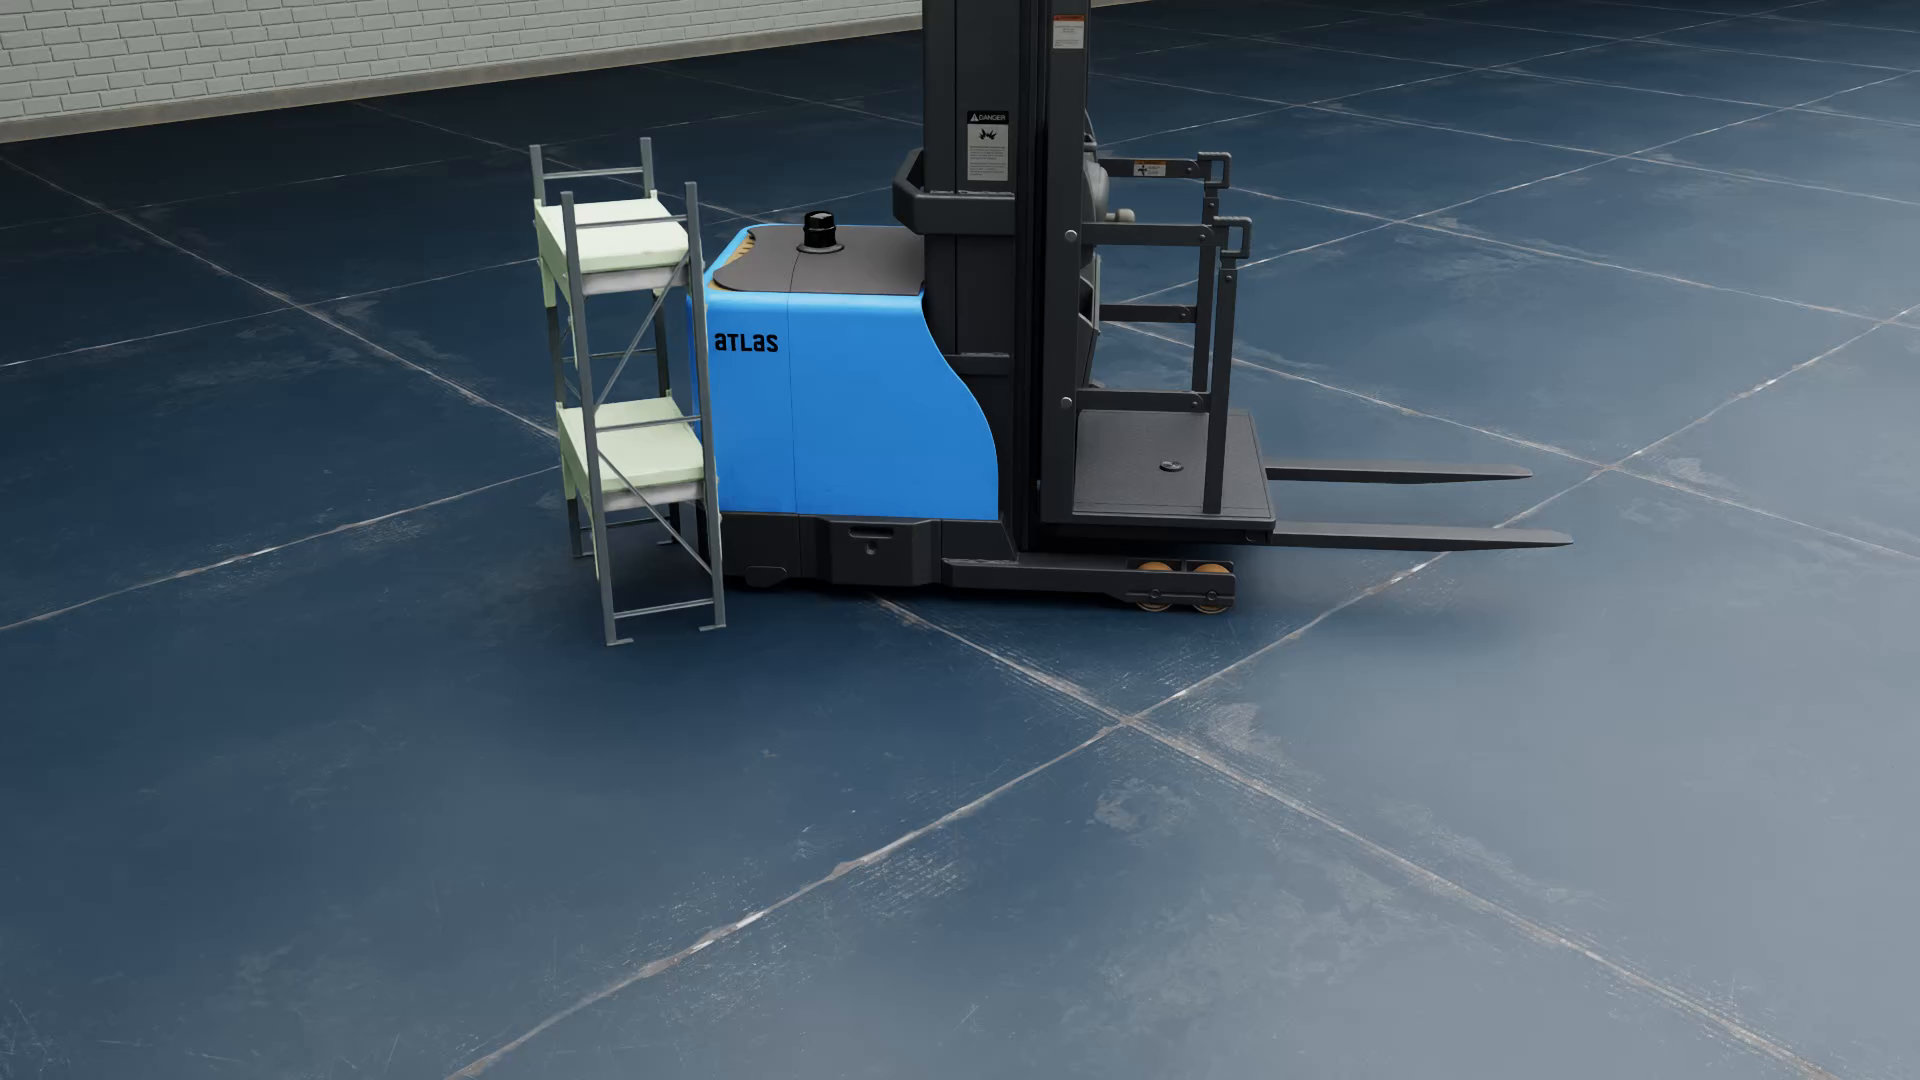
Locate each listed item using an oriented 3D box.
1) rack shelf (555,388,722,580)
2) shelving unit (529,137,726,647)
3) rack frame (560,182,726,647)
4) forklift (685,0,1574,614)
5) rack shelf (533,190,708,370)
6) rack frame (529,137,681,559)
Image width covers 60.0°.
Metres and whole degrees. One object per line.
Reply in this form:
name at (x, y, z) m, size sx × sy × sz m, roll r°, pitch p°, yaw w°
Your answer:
rack shelf at (-1.107, -0.208, 5.683) m, size 0.431 × 0.370 × 0.720 m, roll -9°, pitch 26°, yaw -18°
shelving unit at (-1.107, -0.504, 5.548) m, size 0.431 × 1.500 × 0.755 m, roll -9°, pitch 26°, yaw -18°
rack frame at (-0.980, -0.362, 5.236) m, size 0.400 × 1.500 × 0.023 m, roll -9°, pitch 26°, yaw -18°
forklift at (0.622, -1.312, 5.594) m, size 3.031 × 2.935 × 1.130 m, roll 2°, pitch 25°, yaw 4°
rack shelf at (-1.107, -0.859, 5.386) m, size 0.431 × 0.370 × 0.720 m, roll -9°, pitch 26°, yaw -18°
rack frame at (-1.234, -0.647, 5.861) m, size 0.400 × 1.500 × 0.023 m, roll -9°, pitch 26°, yaw -18°
